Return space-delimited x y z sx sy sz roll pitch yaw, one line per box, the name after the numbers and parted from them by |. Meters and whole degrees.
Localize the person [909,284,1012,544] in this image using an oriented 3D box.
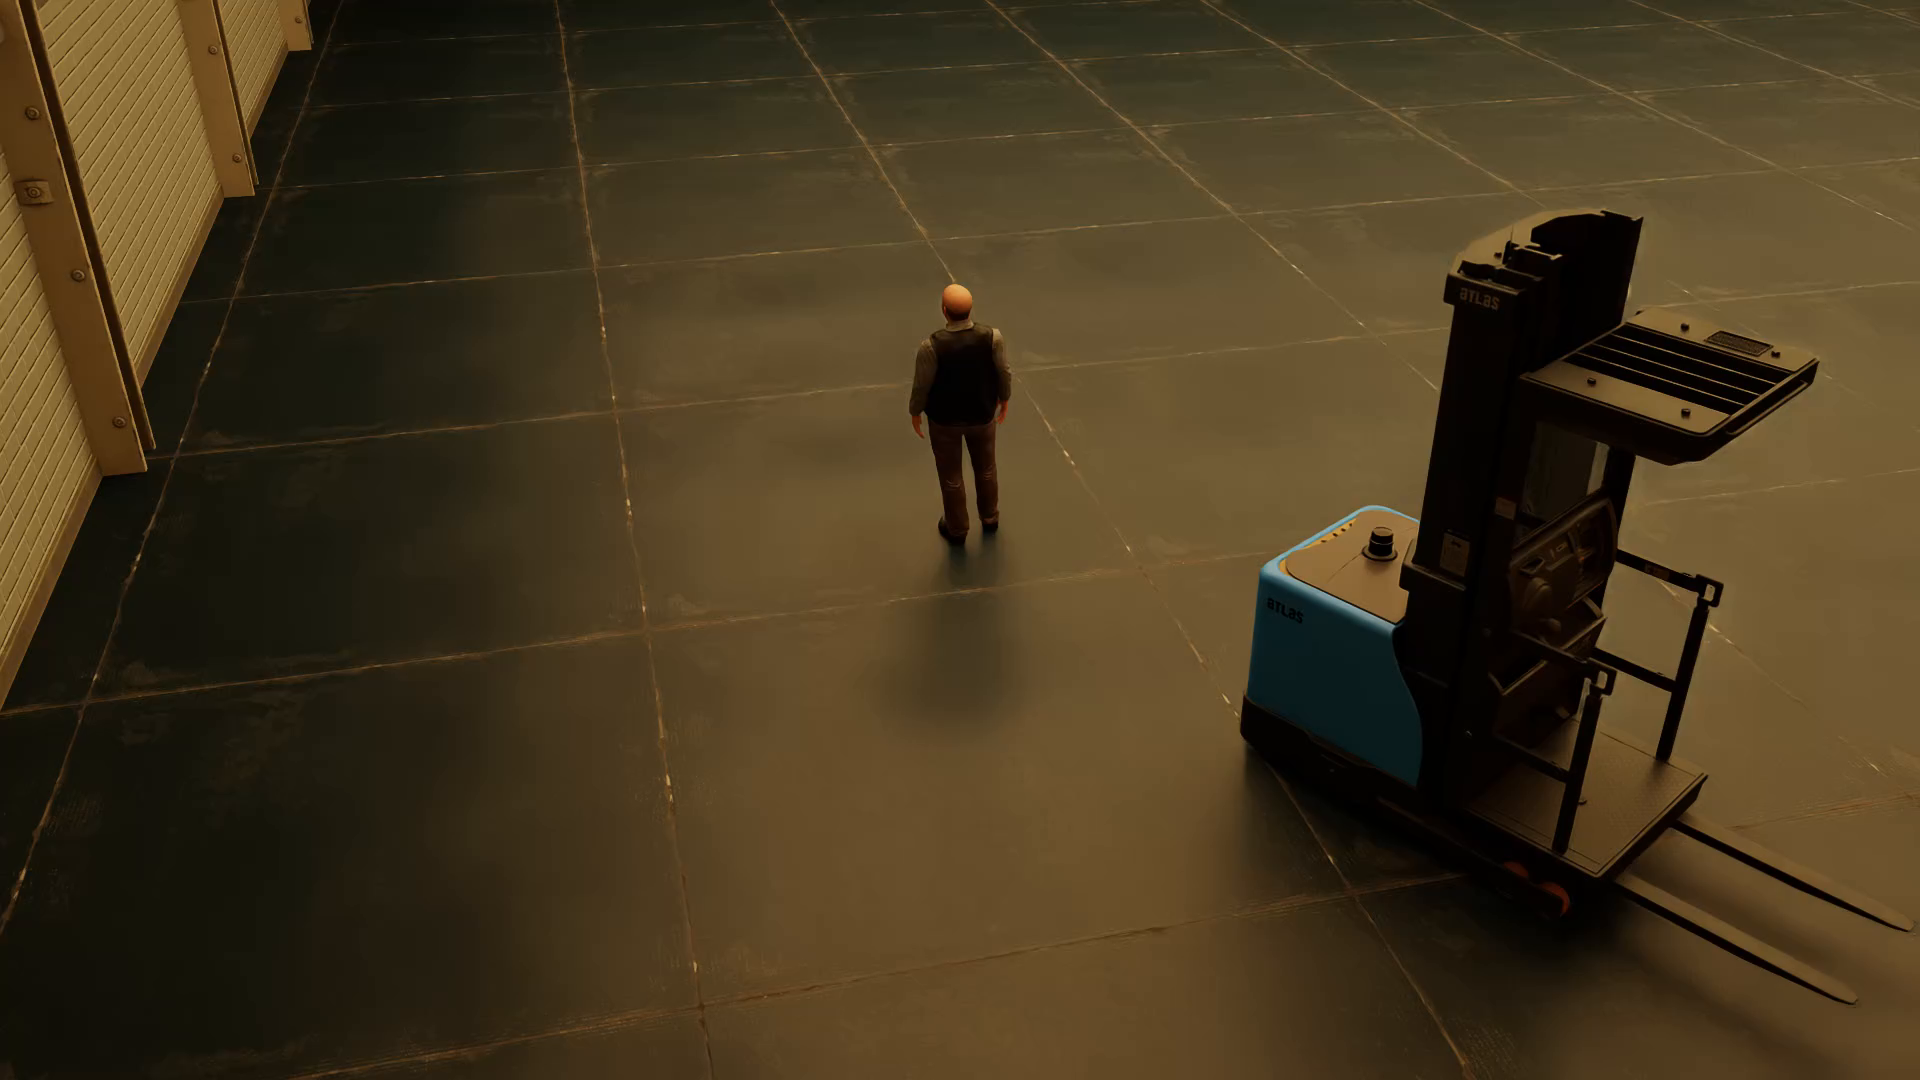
-0.008 -0.783 10.119 0.634 1.722 0.566 -7 31 -12 | person

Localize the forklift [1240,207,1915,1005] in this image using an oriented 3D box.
2.837 0.157 7.304 1.130 2.935 3.031 -26 39 -37 | forklift
